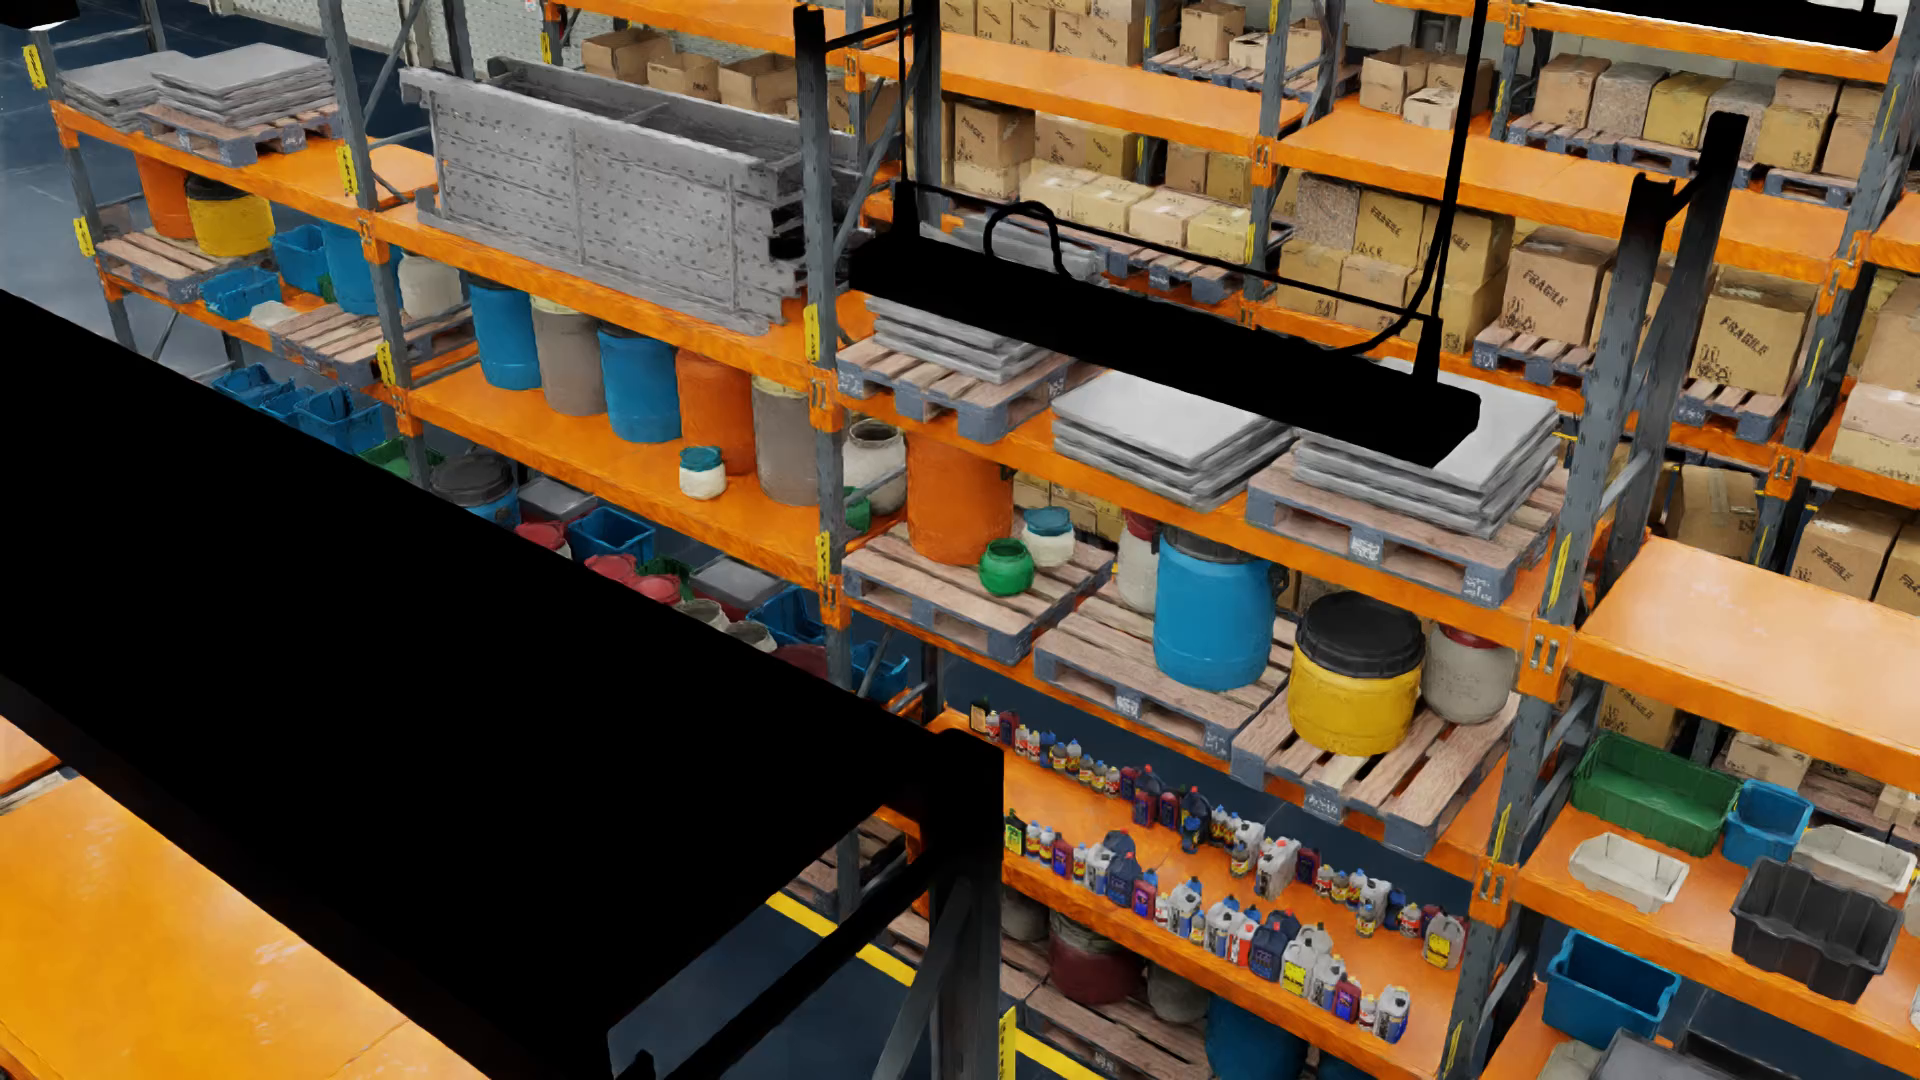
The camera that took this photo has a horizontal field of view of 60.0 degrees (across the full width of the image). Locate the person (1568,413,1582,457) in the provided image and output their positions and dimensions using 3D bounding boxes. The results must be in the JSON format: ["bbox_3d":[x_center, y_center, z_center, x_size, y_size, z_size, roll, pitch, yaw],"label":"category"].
[{"bbox_3d":[5.816,-0.922,15.241,0.531,1.630,0.592,20,37,29],"label":"person"}]
